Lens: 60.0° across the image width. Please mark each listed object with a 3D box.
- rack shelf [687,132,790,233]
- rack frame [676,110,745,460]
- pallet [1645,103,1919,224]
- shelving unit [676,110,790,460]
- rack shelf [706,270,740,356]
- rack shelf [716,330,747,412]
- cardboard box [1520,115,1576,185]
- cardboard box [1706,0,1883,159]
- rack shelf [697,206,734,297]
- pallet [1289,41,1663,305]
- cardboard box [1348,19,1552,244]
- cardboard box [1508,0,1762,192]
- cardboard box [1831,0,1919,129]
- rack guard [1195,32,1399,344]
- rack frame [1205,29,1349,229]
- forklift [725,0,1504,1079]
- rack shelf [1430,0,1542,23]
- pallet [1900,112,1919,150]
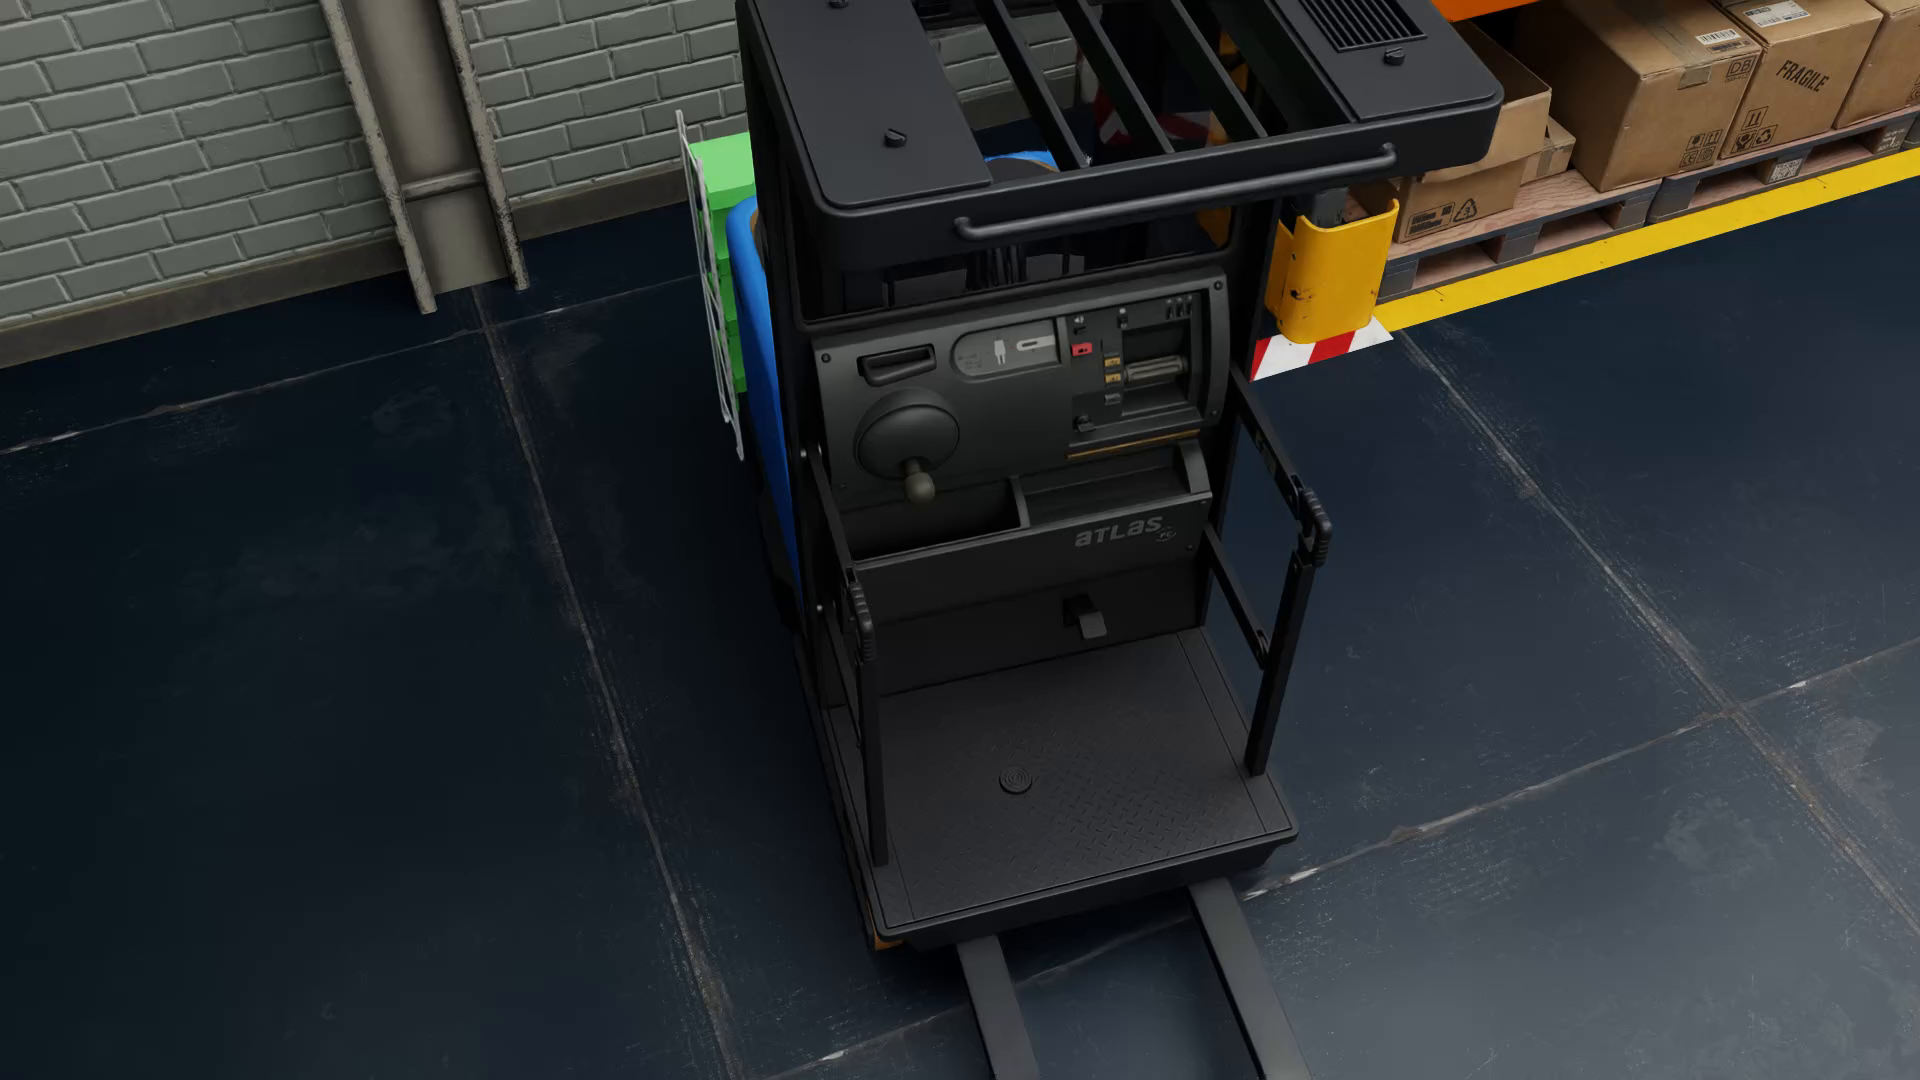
[{"bbox_3d":[-0.529,-1.077,4.835,0.480,0.148,0.258,-16,51,-13],"label":"rack shelf"},{"bbox_3d":[-0.758,-0.742,5.096,0.015,1.200,0.240,-16,51,-13],"label":"rack frame"},{"bbox_3d":[2.973,-1.777,6.637,1.213,0.211,1.003,-17,52,-14],"label":"pallet"},{"bbox_3d":[-0.529,-0.806,5.151,0.503,1.200,0.258,-16,51,-13],"label":"shelving unit"},{"bbox_3d":[-0.529,-0.764,5.199,0.480,0.148,0.258,-16,51,-13],"label":"rack shelf"},{"bbox_3d":[-0.529,-0.608,5.381,0.480,0.148,0.258,-16,51,-13],"label":"rack shelf"},{"bbox_3d":[2.047,-1.499,6.162,0.250,0.149,0.380,-19,52,-16],"label":"cardboard box"},{"bbox_3d":[2.973,-1.818,6.205,0.500,0.500,0.500,-16,51,-14],"label":"cardboard box"},{"bbox_3d":[-0.529,-0.920,5.017,0.480,0.148,0.258,-16,51,-13],"label":"rack shelf"},{"bbox_3d":[1.845,-1.430,6.339,1.213,0.211,1.003,-17,52,-14],"label":"pallet"},{"bbox_3d":[1.639,-1.520,5.947,0.637,0.503,0.797,-19,52,-16],"label":"cardboard box"},{"bbox_3d":[2.445,-1.737,6.135,0.500,0.500,0.700,-15,51,-13],"label":"cardboard box"},{"bbox_3d":[3.406,-2.034,6.391,0.500,0.500,0.700,-19,52,-16],"label":"cardboard box"},{"bbox_3d":[1.108,-1.295,6.032,0.348,0.500,1.175,-17,52,-14],"label":"rack guard"},{"bbox_3d":[1.037,-2.087,5.065,0.127,3.000,1.000,-17,52,-14],"label":"rack frame"},{"bbox_3d":[0.207,-0.231,3.516,1.130,2.935,3.031,-12,50,-10],"label":"forklift"},{"bbox_3d":[2.889,-2.427,5.831,4.000,0.370,1.077,-17,52,-14],"label":"rack shelf"},{"bbox_3d":[4.104,-2.130,6.940,1.213,0.211,1.003,-17,52,-14],"label":"pallet"}]
